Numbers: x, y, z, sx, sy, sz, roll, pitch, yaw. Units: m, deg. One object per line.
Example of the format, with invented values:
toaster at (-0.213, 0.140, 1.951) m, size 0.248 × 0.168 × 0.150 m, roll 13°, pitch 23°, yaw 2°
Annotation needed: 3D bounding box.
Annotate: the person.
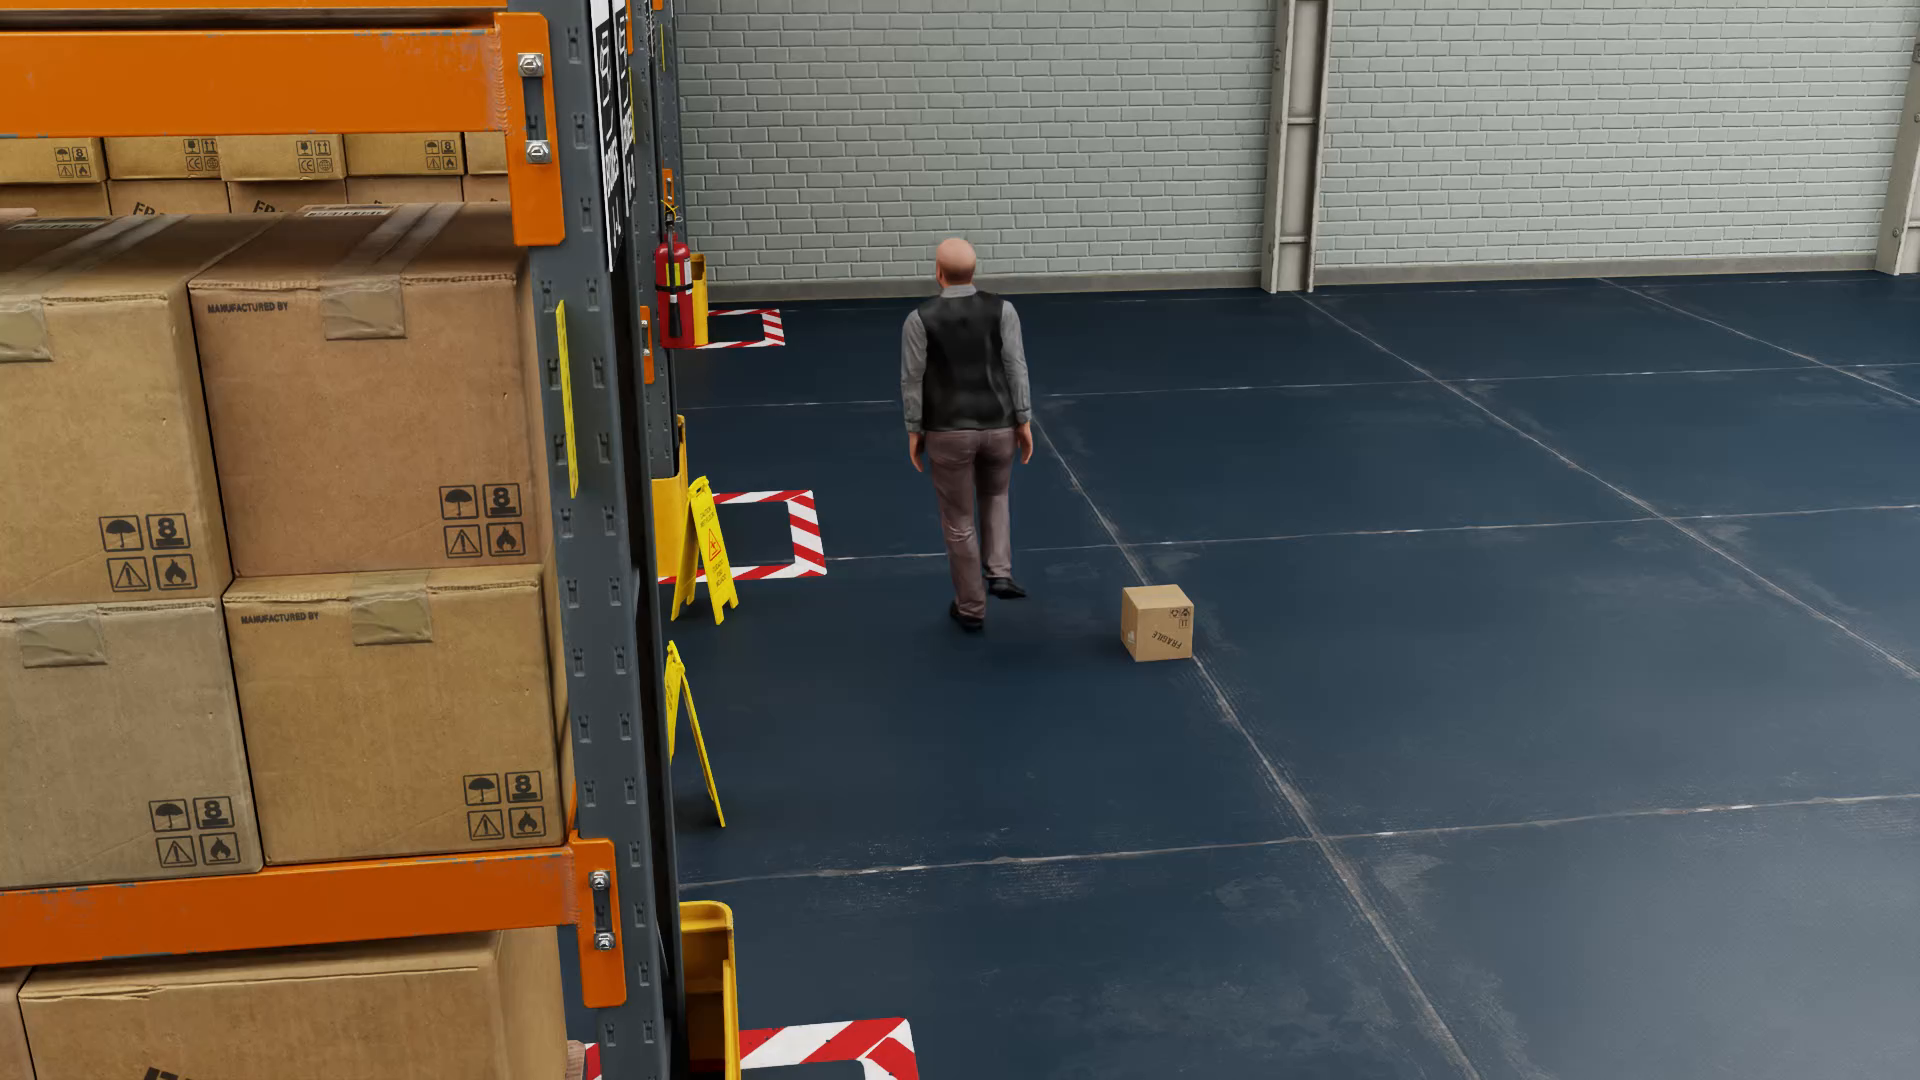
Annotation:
person at (0.022, -0.470, 7.364) m, size 0.567 × 1.708 × 0.490 m, roll -5°, pitch 20°, yaw -12°
